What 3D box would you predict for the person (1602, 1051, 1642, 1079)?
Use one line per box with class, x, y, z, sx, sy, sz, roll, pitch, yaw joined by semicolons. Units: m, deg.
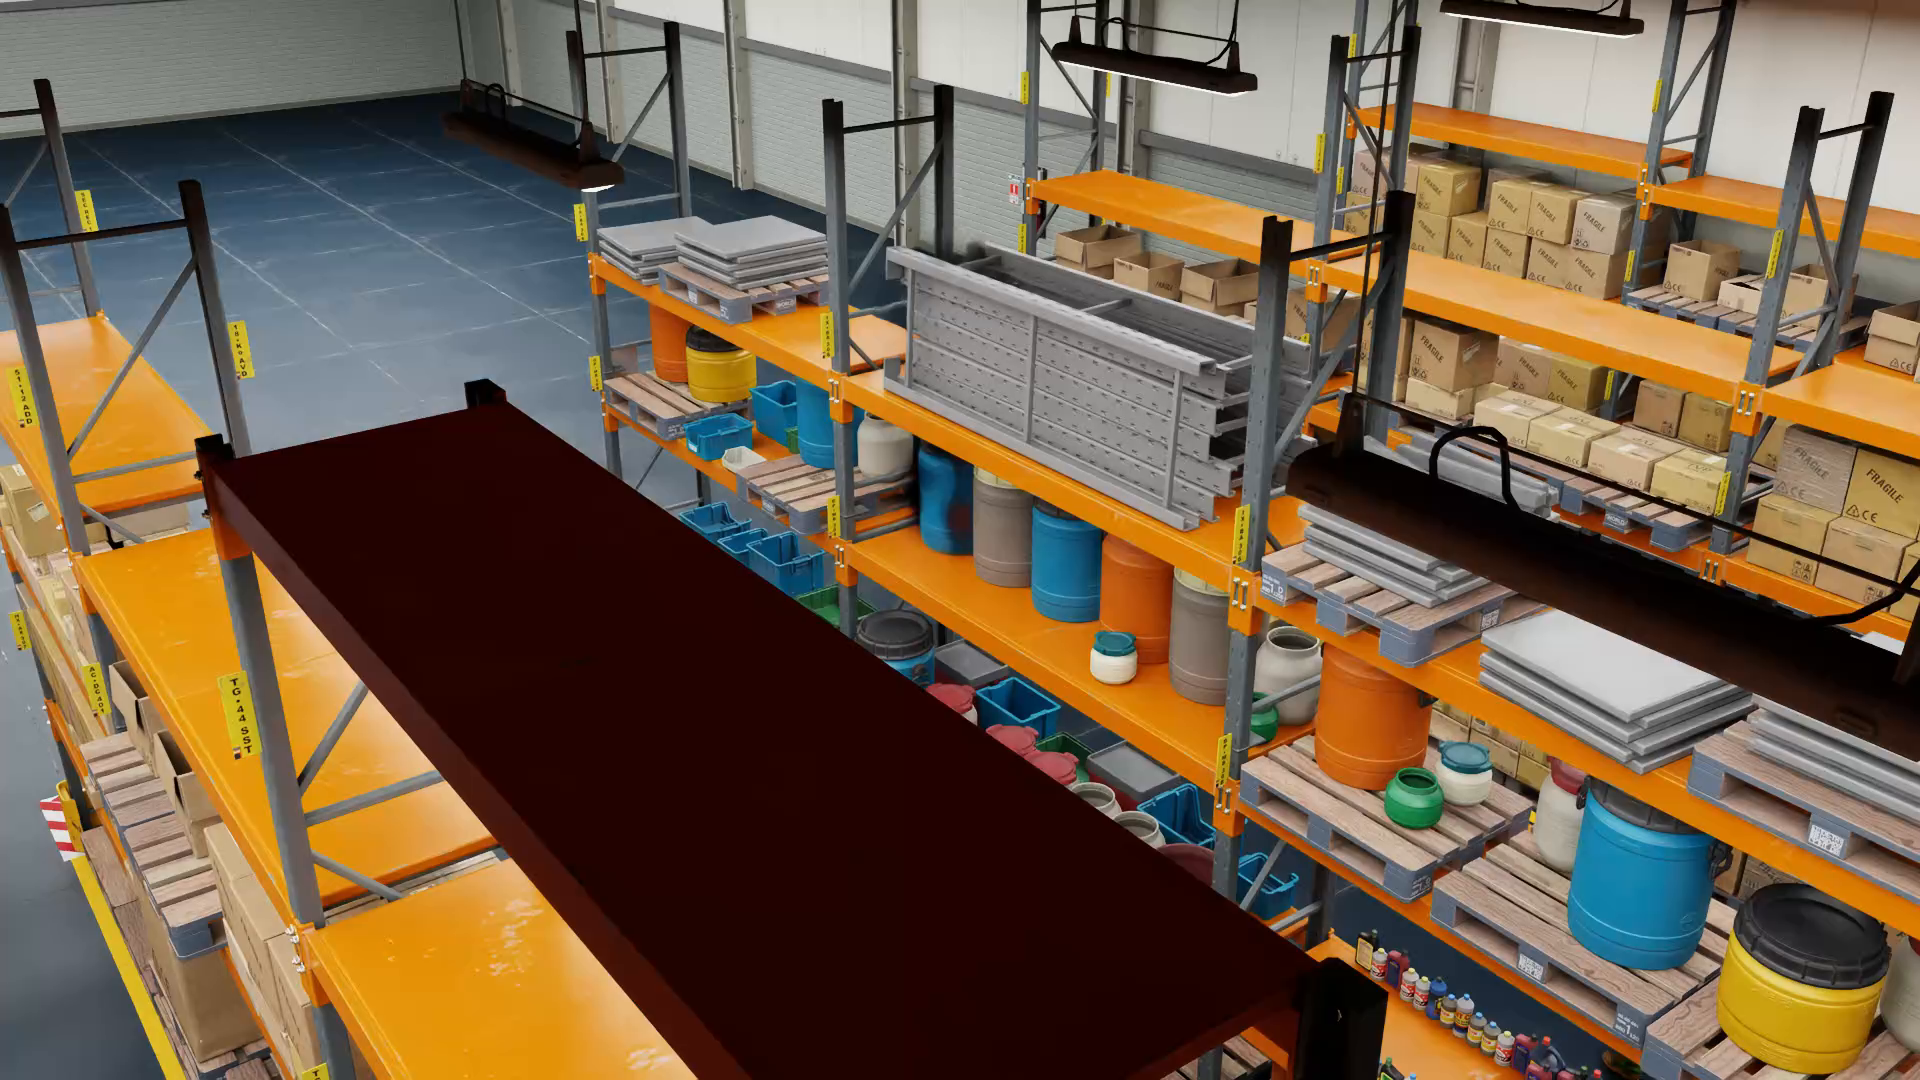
person;4.337;2.752;10.963;0.679;1.735;0.659;-13;28;-26
